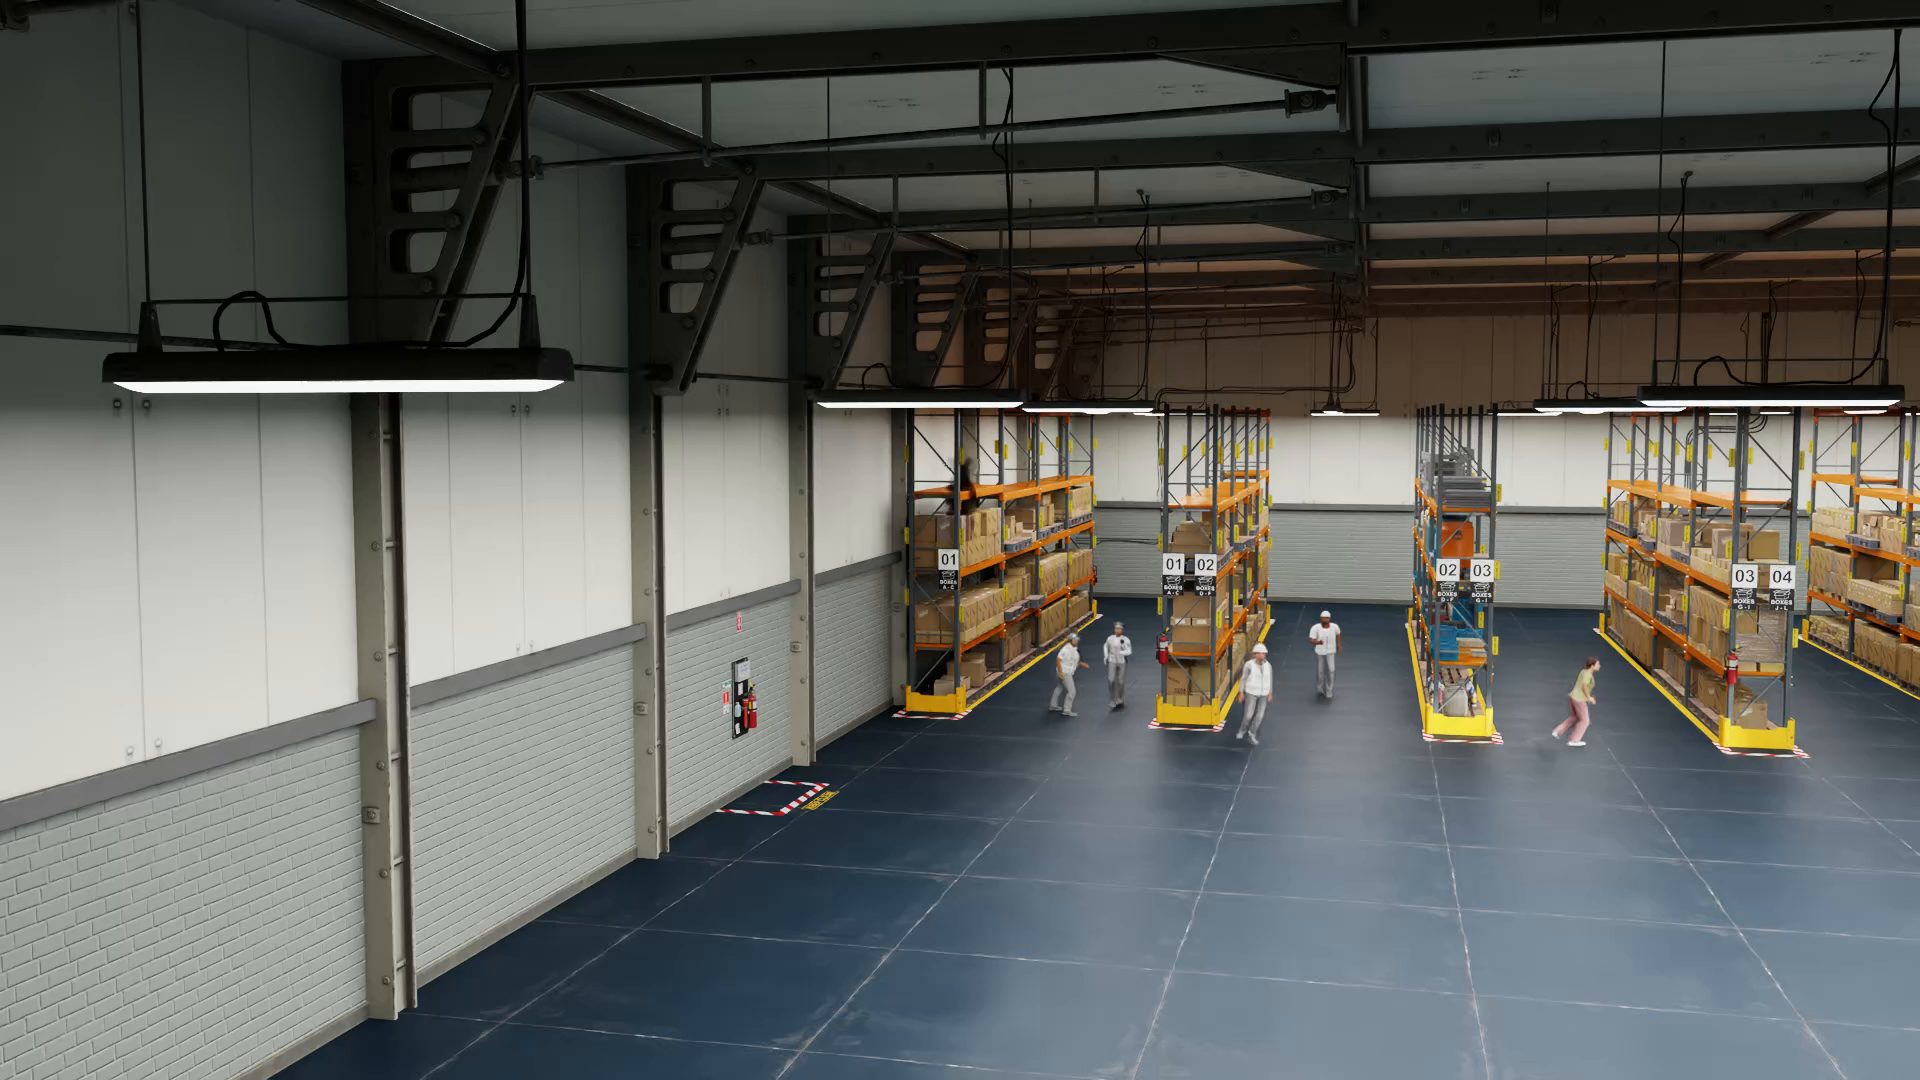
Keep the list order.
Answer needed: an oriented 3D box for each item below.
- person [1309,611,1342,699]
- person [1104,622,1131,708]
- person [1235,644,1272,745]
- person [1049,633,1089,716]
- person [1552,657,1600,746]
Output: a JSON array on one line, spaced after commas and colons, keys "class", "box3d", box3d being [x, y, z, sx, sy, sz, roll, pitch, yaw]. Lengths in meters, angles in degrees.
[{"class": "person", "box3d": [7.525, 2.355, 34.231, 0.684, 1.810, 0.823, 0, 4, 5]}, {"class": "person", "box3d": [3.124, 2.476, 33.024, 0.560, 1.718, 0.693, 1, 4, 8]}, {"class": "person", "box3d": [5.179, 2.715, 29.285, 0.648, 1.792, 0.468, -1, 4, -19]}, {"class": "person", "box3d": [2.092, 2.588, 32.249, 0.819, 1.603, 0.683, 1, 4, 17]}, {"class": "person", "box3d": [10.781, 2.818, 29.110, 0.758, 1.576, 0.579, 1, 4, 9]}]
